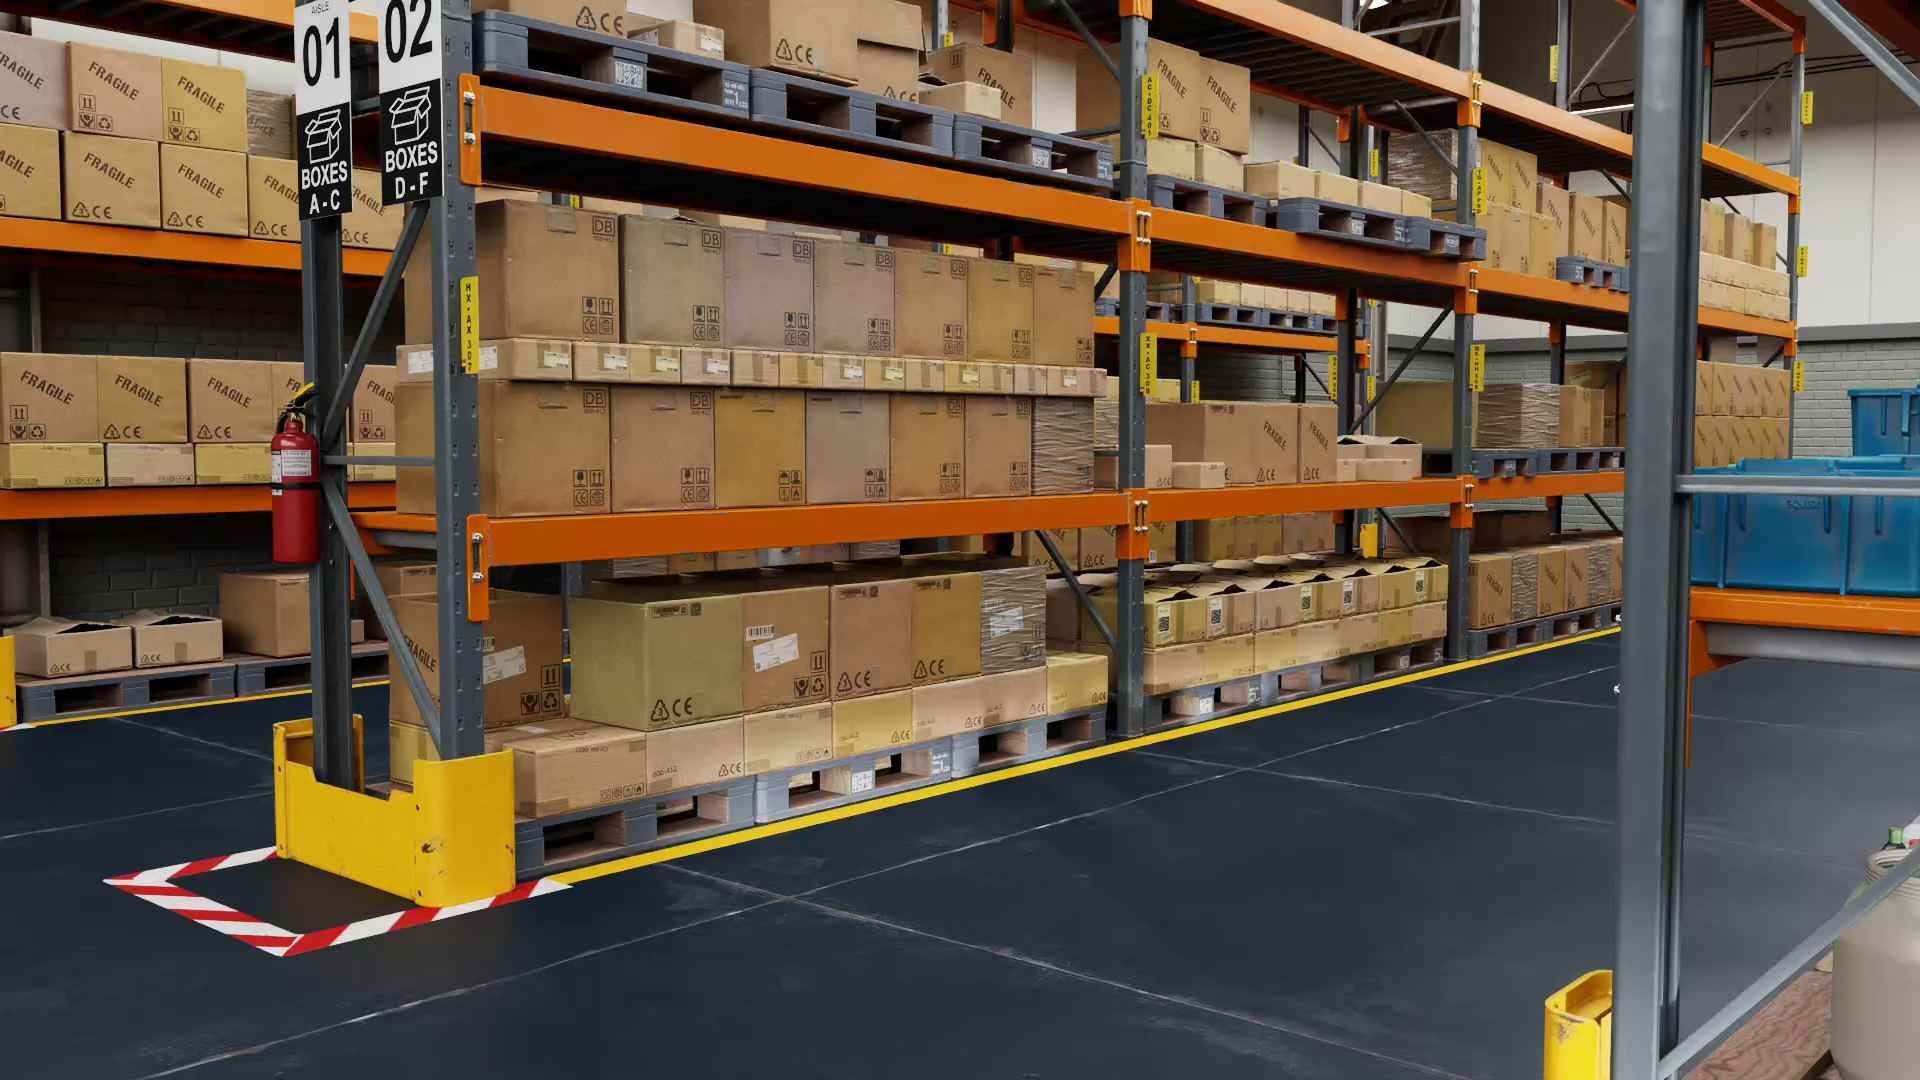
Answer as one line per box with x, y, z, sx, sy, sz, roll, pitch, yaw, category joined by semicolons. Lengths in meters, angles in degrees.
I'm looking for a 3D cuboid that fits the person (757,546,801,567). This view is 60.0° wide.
-1.367;-0.055;12.437;0.408;1.770;0.521;-2;4;-27;person
